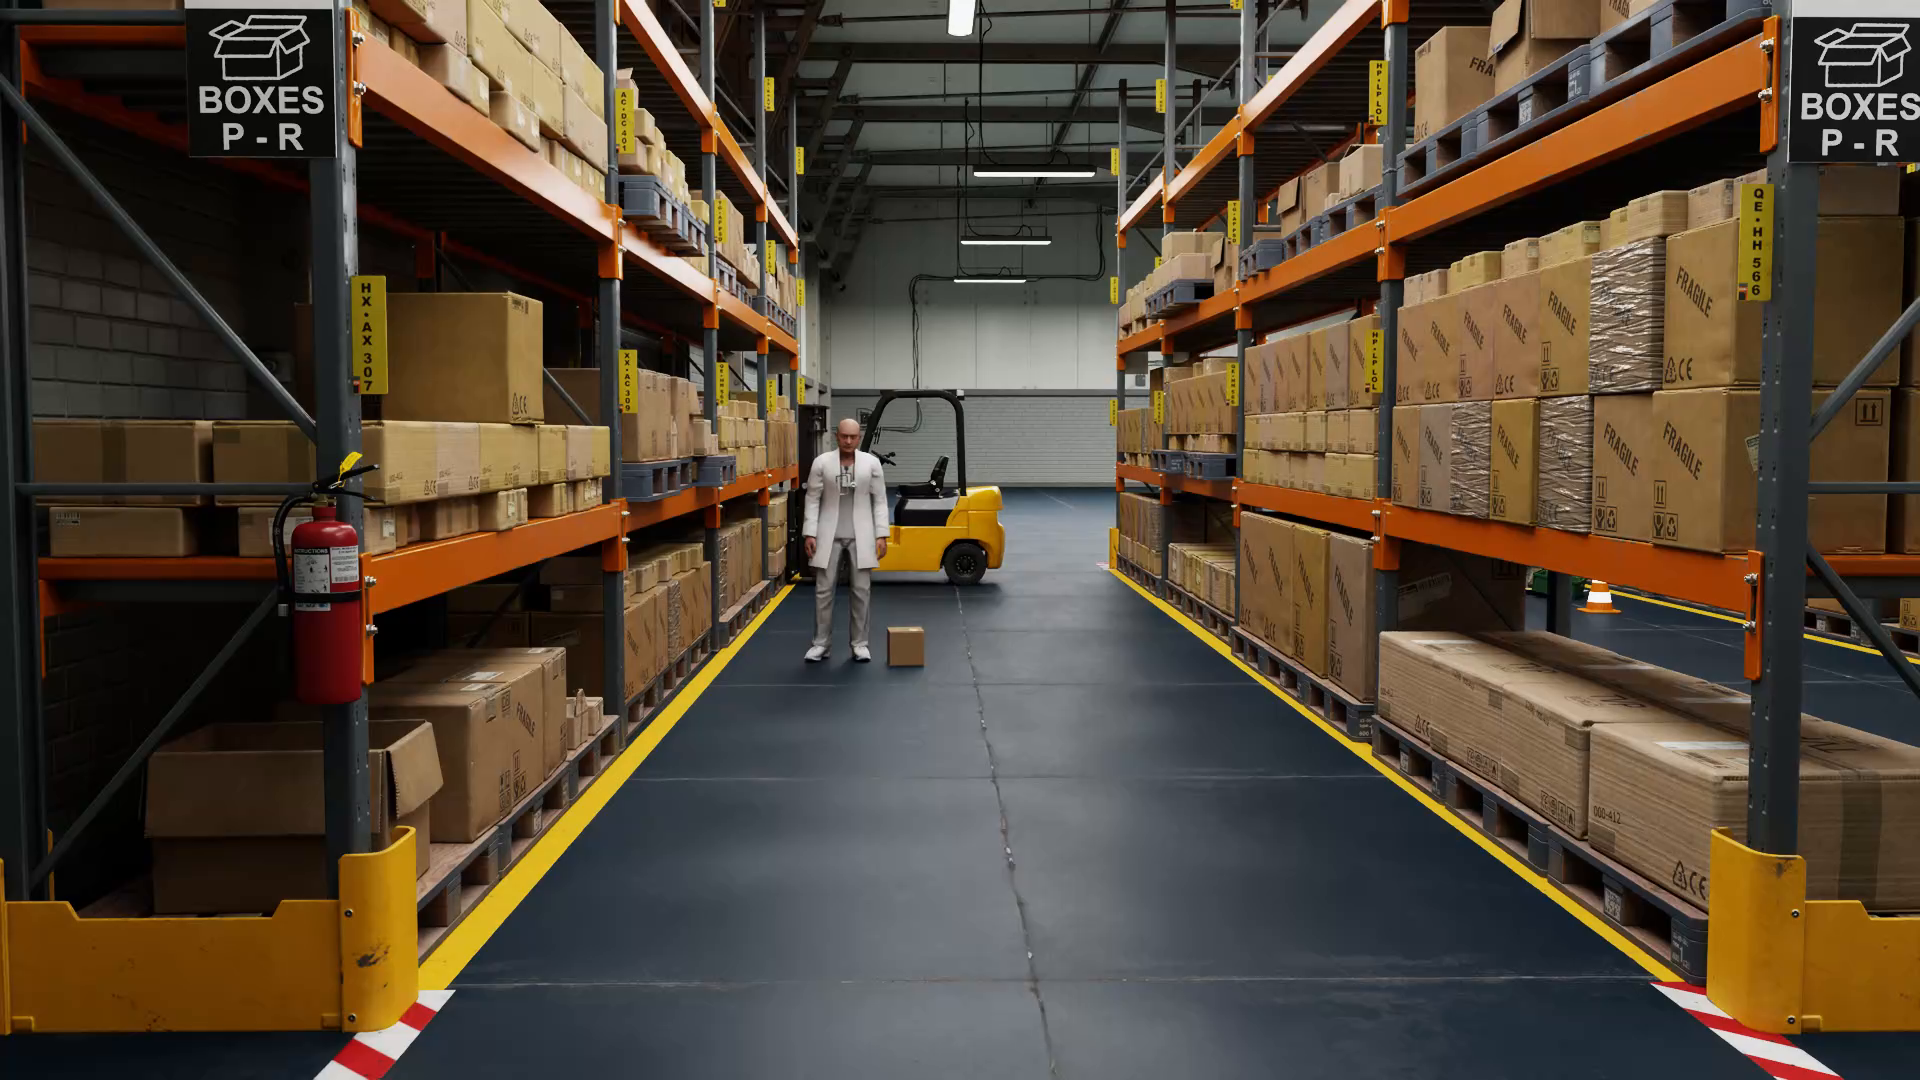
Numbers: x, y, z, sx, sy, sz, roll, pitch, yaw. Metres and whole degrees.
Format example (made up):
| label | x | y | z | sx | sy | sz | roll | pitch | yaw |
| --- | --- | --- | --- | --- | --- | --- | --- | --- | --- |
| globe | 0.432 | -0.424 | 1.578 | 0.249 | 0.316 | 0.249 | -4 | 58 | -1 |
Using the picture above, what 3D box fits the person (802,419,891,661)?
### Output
| label | x | y | z | sx | sy | sz | roll | pitch | yaw |
| --- | --- | --- | --- | --- | --- | --- | --- | --- | --- |
| person | -0.839 | -0.004 | 12.262 | 0.653 | 1.774 | 0.423 | 0 | 4 | -3 |
